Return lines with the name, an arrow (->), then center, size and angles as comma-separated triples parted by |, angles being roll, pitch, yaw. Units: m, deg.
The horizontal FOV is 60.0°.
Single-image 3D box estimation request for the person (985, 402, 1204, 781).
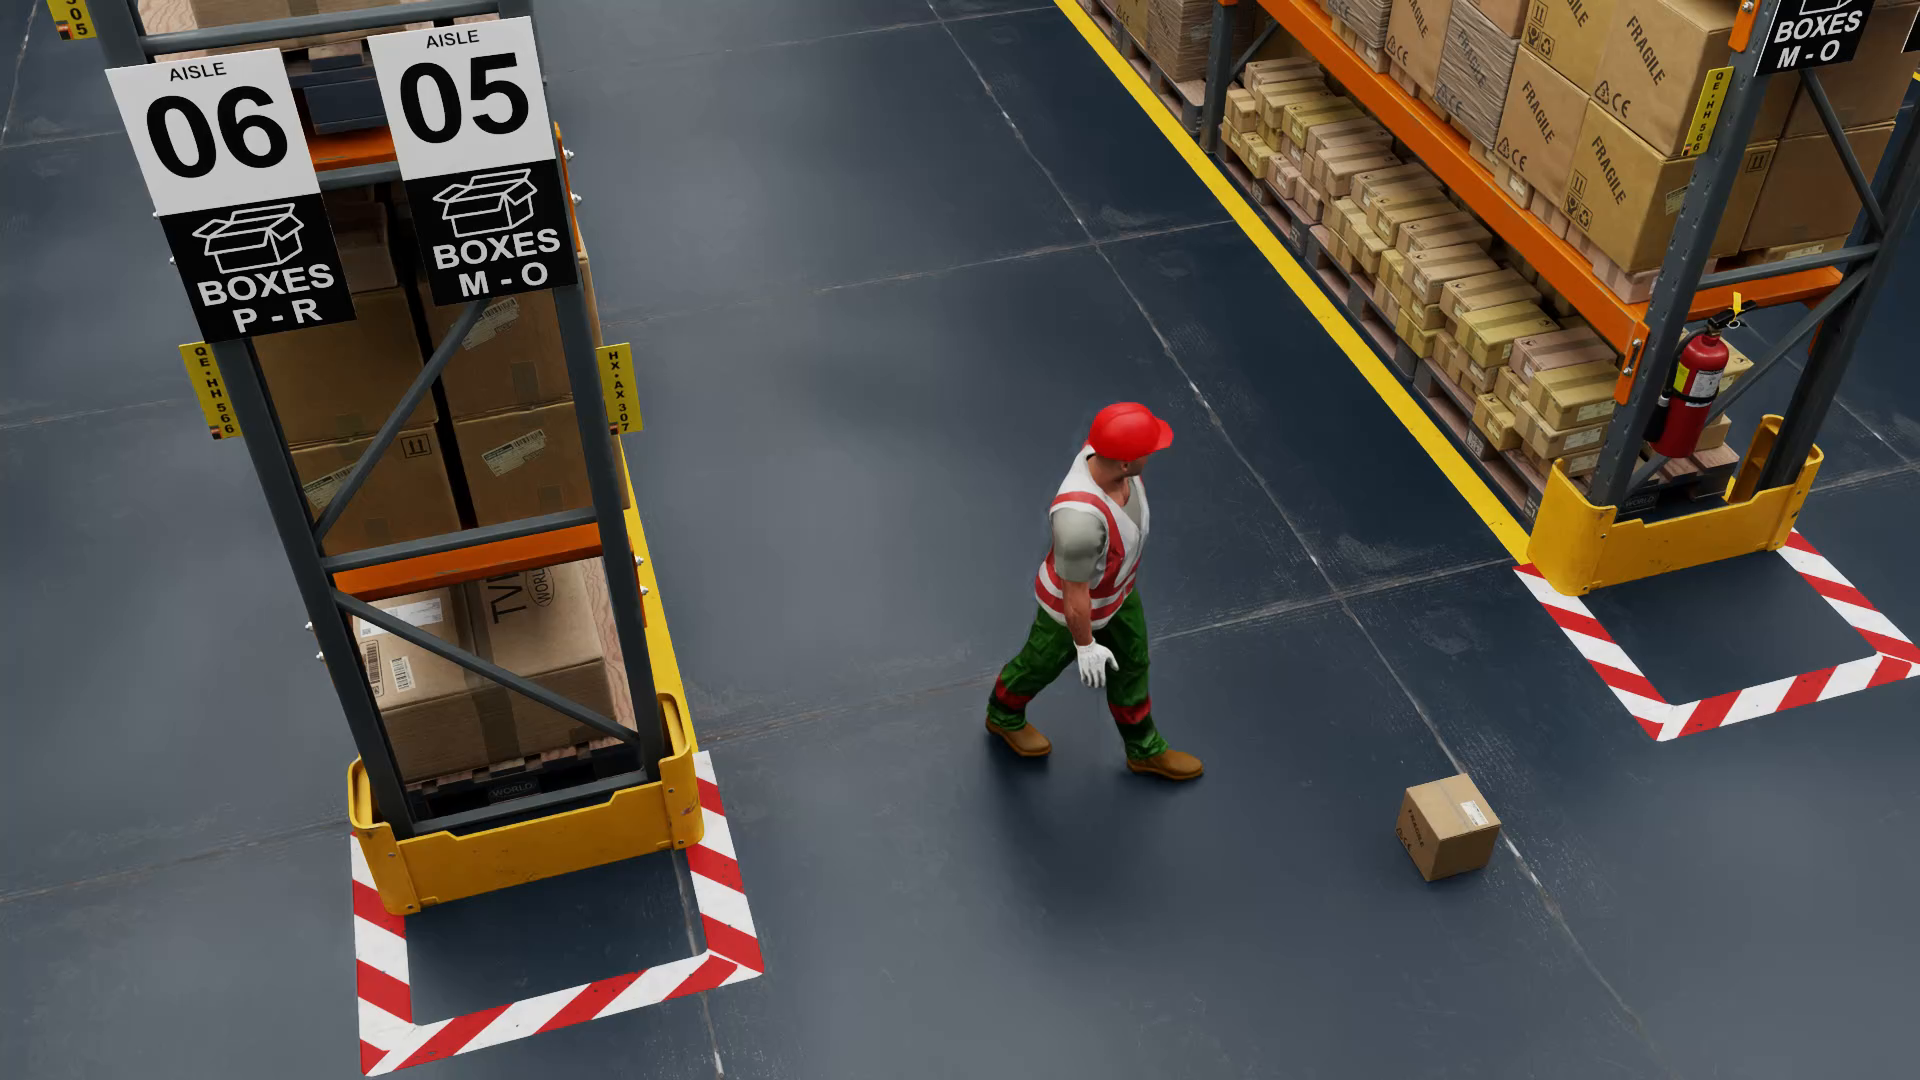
person -> 0.483, 0.216, 5.890 | 0.840, 1.765, 0.550 | 21, 46, 22
